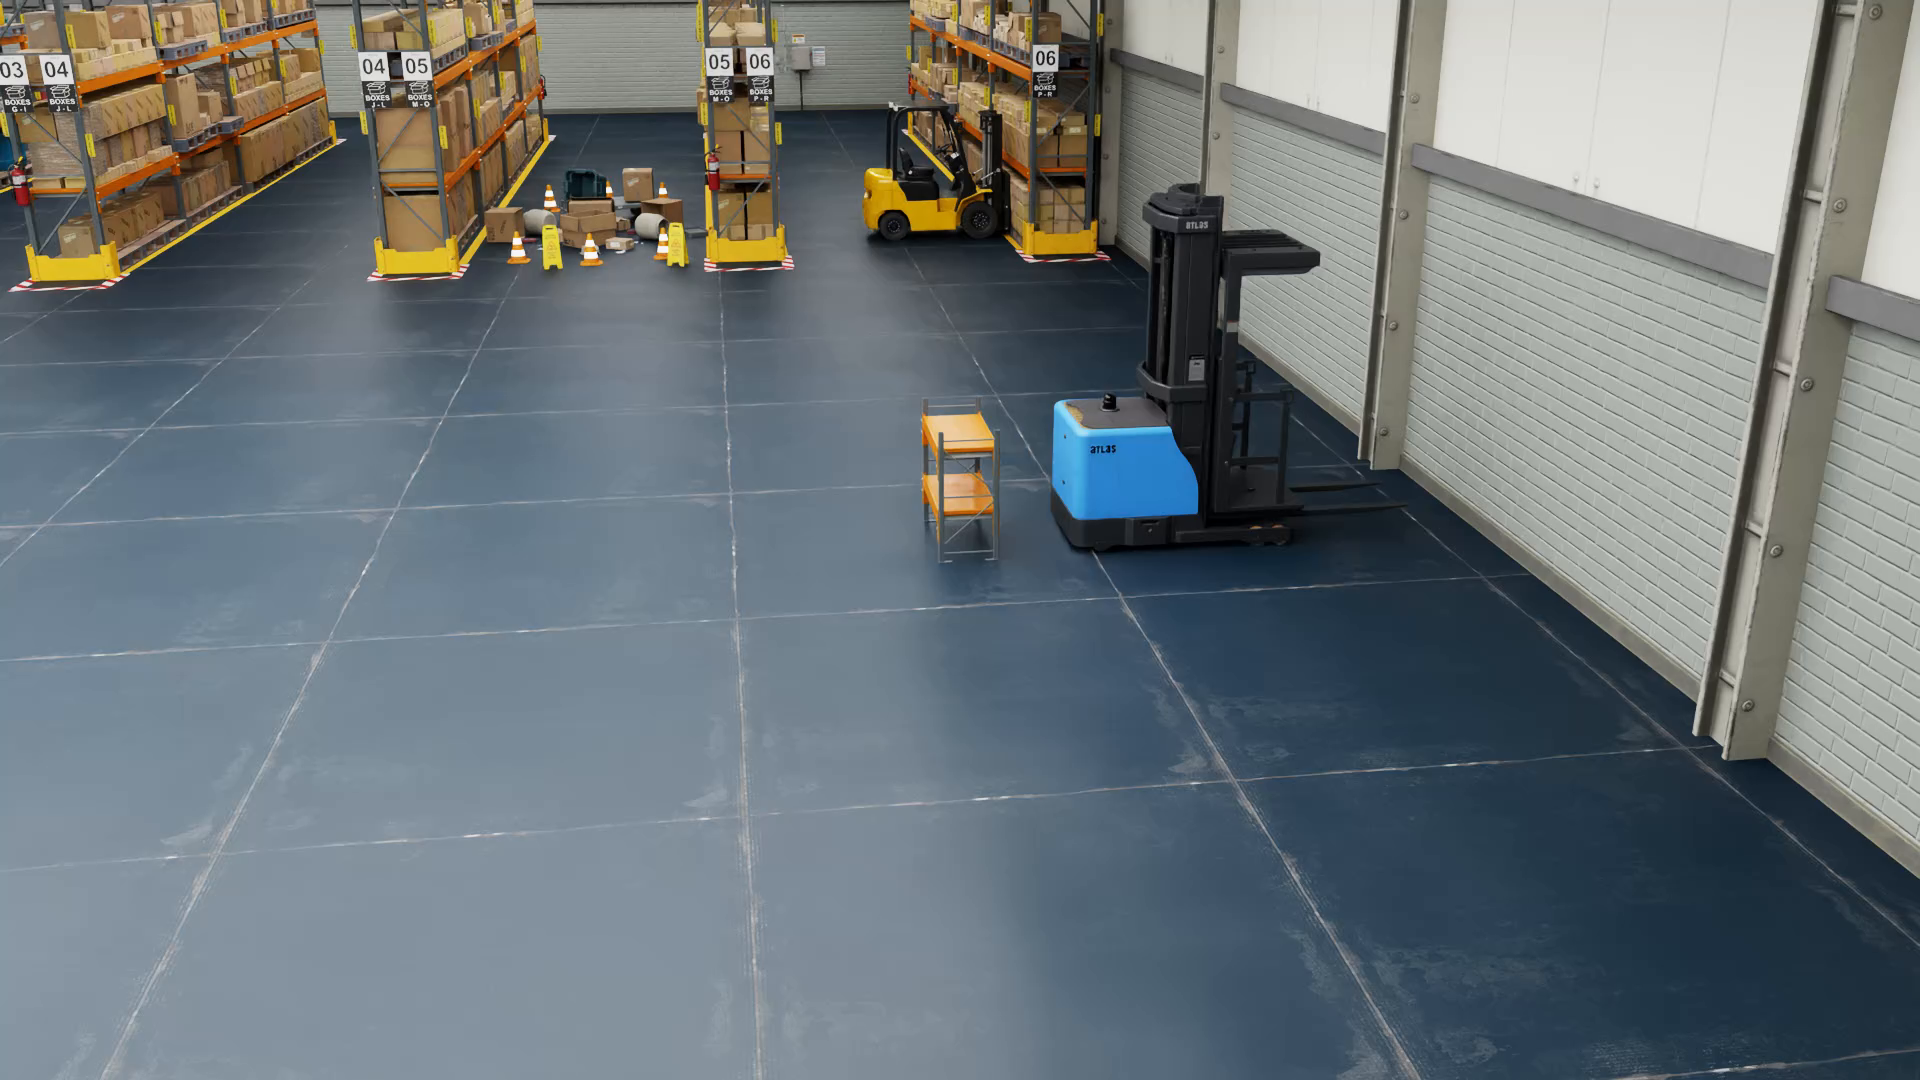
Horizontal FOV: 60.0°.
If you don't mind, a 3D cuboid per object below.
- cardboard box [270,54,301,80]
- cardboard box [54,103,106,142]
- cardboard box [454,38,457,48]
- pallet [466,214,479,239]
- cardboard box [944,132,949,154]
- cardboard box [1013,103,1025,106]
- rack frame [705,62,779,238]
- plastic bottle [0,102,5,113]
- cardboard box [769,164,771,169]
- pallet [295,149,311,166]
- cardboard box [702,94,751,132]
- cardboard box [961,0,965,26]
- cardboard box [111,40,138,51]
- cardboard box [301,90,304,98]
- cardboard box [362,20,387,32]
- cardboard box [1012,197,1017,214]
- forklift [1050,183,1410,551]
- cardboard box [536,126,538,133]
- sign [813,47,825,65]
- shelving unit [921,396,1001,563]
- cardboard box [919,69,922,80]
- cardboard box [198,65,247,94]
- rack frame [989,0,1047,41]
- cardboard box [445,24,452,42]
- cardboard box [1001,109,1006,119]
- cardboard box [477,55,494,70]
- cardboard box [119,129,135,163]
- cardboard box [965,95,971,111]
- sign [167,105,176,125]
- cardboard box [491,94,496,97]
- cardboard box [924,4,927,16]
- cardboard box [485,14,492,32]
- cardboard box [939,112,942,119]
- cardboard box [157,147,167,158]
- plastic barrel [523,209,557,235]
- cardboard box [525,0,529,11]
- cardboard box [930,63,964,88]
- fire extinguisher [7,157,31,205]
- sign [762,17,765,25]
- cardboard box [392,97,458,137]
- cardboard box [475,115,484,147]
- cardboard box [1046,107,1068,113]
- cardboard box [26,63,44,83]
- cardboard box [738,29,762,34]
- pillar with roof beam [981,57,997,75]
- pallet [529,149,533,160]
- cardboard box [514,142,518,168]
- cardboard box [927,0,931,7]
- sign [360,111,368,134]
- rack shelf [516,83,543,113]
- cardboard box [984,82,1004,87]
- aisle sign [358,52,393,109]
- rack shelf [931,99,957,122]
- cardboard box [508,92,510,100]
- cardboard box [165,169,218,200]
[{"bbox_3d":[-14.811,-10.381,36.516,0.500,0.500,0.500,-4,21,-9],"label":"cardboard box"},{"bbox_3d":[-12.932,-6.135,24.433,0.500,0.500,0.500,-3,21,-8],"label":"cardboard box"},{"bbox_3d":[-8.261,-7.946,26.607,0.380,0.149,0.250,-3,21,-7],"label":"cardboard box"},{"bbox_3d":[-8.744,-5.303,28.188,1.003,0.211,1.213,-3,21,-8],"label":"pallet"},{"bbox_3d":[-0.065,-8.493,35.715,0.500,0.500,0.500,-4,21,-10],"label":"cardboard box"},{"bbox_3d":[1.089,-7.250,27.920,0.380,0.149,0.250,-3,21,-8],"label":"cardboard box"},{"bbox_3d":[-3.316,-5.776,25.469,1.000,3.000,0.127,-3,21,-8],"label":"rack frame"},{"bbox_3d":[-19.232,-8.656,33.355,0.152,0.276,0.135,-3,21,-8],"label":"plastic bottle"},{"bbox_3d":[-3.169,-5.969,26.345,0.380,0.149,0.250,-4,21,-9],"label":"cardboard box"},{"bbox_3d":[-14.885,-8.392,36.458,1.003,0.211,1.213,-3,21,-8],"label":"pallet"},{"bbox_3d":[-3.606,-6.597,25.669,0.700,0.500,0.500,-3,21,-9],"label":"cardboard box"},{"bbox_3d":[0.305,-10.230,32.221,0.500,0.500,0.500,-3,21,-7],"label":"cardboard box"},{"bbox_3d":[-13.231,-7.811,26.275,0.380,0.149,0.250,-4,21,-9],"label":"cardboard box"},{"bbox_3d":[-14.753,-9.882,36.820,0.380,0.149,0.250,-3,21,-7],"label":"cardboard box"},{"bbox_3d":[-8.584,-7.496,24.262,0.380,0.149,0.250,-3,21,-7],"label":"cardboard box"},{"bbox_3d":[1.154,-5.498,27.338,0.500,0.250,0.500,-3,21,-8],"label":"cardboard box"},{"bbox_3d":[2.368,-1.503,14.126,3.031,2.935,1.130,-3,21,-8],"label":"forklift"},{"bbox_3d":[-9.984,-9.505,38.502,0.380,0.149,0.250,-3,21,-7],"label":"cardboard box"},{"bbox_3d":[-3.900,-13.375,45.949,0.329,0.494,0.001,-3,21,-8],"label":"sign"},{"bbox_3d":[-0.001,-0.529,14.100,0.538,1.125,1.048,-3,21,-8],"label":"shelving unit"},{"bbox_3d":[-0.668,-10.940,39.084,0.500,0.250,0.500,-3,21,-9],"label":"cardboard box"},{"bbox_3d":[-14.456,-9.043,32.639,0.797,0.503,0.637,-2,21,-6],"label":"cardboard box"},{"bbox_3d":[1.019,-10.223,28.801,1.000,3.000,0.127,-3,21,-8],"label":"rack frame"},{"bbox_3d":[-8.235,-7.914,25.951,0.500,0.250,0.500,-3,21,-8],"label":"cardboard box"},{"bbox_3d":[0.907,-7.282,28.429,0.380,0.149,0.250,-3,21,-8],"label":"cardboard box"},{"bbox_3d":[-10.265,-10.450,35.986,0.500,0.500,0.500,-4,21,-10],"label":"cardboard box"},{"bbox_3d":[-13.455,-6.171,25.957,0.875,0.500,0.500,-3,21,-8],"label":"cardboard box"},{"bbox_3d":[0.393,-8.440,32.102,0.500,0.250,0.500,-3,21,-9],"label":"cardboard box"},{"bbox_3d":[-13.163,-7.097,27.768,0.100,0.325,0.005,-3,21,-8],"label":"sign"},{"bbox_3d":[-9.224,-8.657,32.517,0.380,0.149,0.250,-2,21,-5],"label":"cardboard box"},{"bbox_3d":[-0.537,-11.991,37.610,0.500,0.250,0.500,-4,21,-10],"label":"cardboard box"},{"bbox_3d":[-8.905,-9.522,30.595,0.500,0.311,0.500,-3,21,-8],"label":"cardboard box"},{"bbox_3d":[-0.261,-9.427,36.863,0.380,0.149,0.250,-4,21,-10],"label":"cardboard box"},{"bbox_3d":[-13.351,-6.397,27.490,0.380,0.149,0.250,-3,21,-8],"label":"cardboard box"},{"bbox_3d":[-7.095,-5.354,28.021,0.512,0.421,0.421,12,24,30],"label":"plastic barrel"},{"bbox_3d":[-10.042,-12.099,37.611,0.500,0.250,0.500,-3,21,-7],"label":"cardboard box"},{"bbox_3d":[-0.286,-10.248,36.697,0.700,0.500,0.500,-2,21,-6],"label":"cardboard box"},{"bbox_3d":[-13.562,-5.178,23.976,0.296,0.674,0.183,-3,21,-8],"label":"fire extinguisher"},{"bbox_3d":[-3.357,-8.839,28.642,0.100,0.325,0.005,-3,21,-8],"label":"sign"},{"bbox_3d":[-8.332,-6.585,25.876,0.875,0.550,0.550,-3,21,-8],"label":"cardboard box"},{"bbox_3d":[-8.586,-7.119,28.922,0.500,0.500,0.500,-3,21,-7],"label":"cardboard box"},{"bbox_3d":[1.618,-7.005,27.262,0.380,0.149,0.250,-2,21,-6],"label":"cardboard box"},{"bbox_3d":[-13.443,-6.766,24.045,0.500,0.250,0.500,-2,21,-6],"label":"cardboard box"},{"bbox_3d":[-3.354,-8.099,26.621,0.380,0.149,0.250,-2,21,-7],"label":"cardboard box"},{"bbox_3d":[-3.603,-13.063,36.403,9.100,9.000,0.400,-3,21,-8],"label":"pillar with roof beam"},{"bbox_3d":[-10.061,-8.571,36.937,1.003,0.211,1.213,-3,21,-8],"label":"pallet"},{"bbox_3d":[-9.357,-7.897,34.118,0.500,0.500,0.500,-3,21,-9],"label":"cardboard box"},{"bbox_3d":[-0.526,-11.728,36.307,0.380,0.149,0.250,-2,21,-6],"label":"cardboard box"},{"bbox_3d":[-8.739,-6.123,24.403,0.100,0.325,0.005,-3,21,-8],"label":"sign"},{"bbox_3d":[-10.218,-10.002,37.811,1.077,0.370,4.000,-3,21,-8],"label":"rack shelf"},{"bbox_3d":[0.689,-9.046,33.154,0.380,0.149,0.250,-2,21,-6],"label":"cardboard box"},{"bbox_3d":[-8.486,-6.670,24.146,0.394,0.787,0.004,-3,21,-8],"label":"aisle sign"},{"bbox_3d":[0.154,-9.153,35.539,1.077,0.370,4.000,-3,21,-8],"label":"rack shelf"},{"bbox_3d":[-9.486,-9.147,34.253,0.380,0.149,0.250,-2,21,-5],"label":"cardboard box"},{"bbox_3d":[-13.978,-6.463,30.252,0.700,0.500,0.500,-1,21,-3],"label":"cardboard box"}]
